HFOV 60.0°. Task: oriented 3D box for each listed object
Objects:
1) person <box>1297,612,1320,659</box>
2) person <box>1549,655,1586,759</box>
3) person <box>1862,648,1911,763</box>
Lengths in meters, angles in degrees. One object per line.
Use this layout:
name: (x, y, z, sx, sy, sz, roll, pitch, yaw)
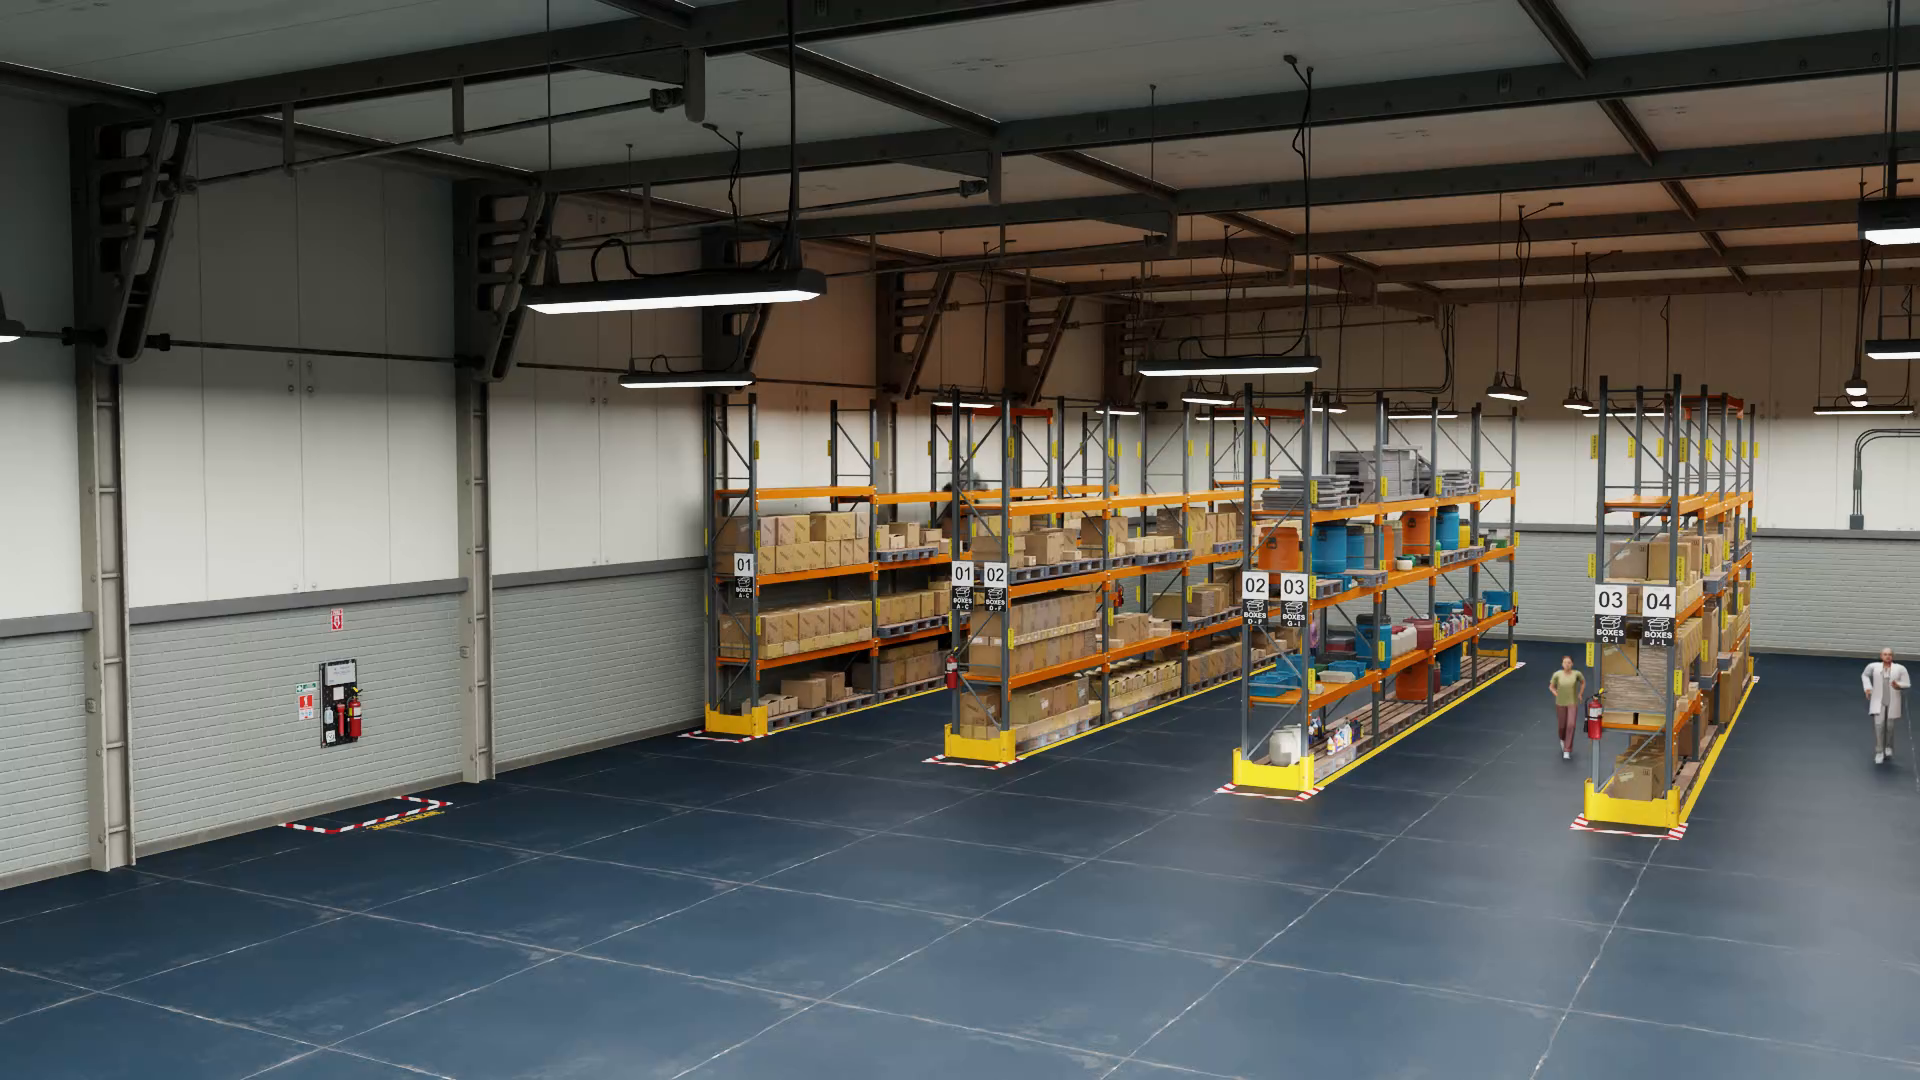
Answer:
person: (7.470, 2.302, 35.618, 0.536, 1.548, 0.567, 1, 3, 25)
person: (9.940, 2.699, 27.228, 0.562, 1.656, 0.926, 1, 3, 21)
person: (14.977, 2.653, 26.906, 0.694, 1.822, 0.876, 2, 3, 27)
